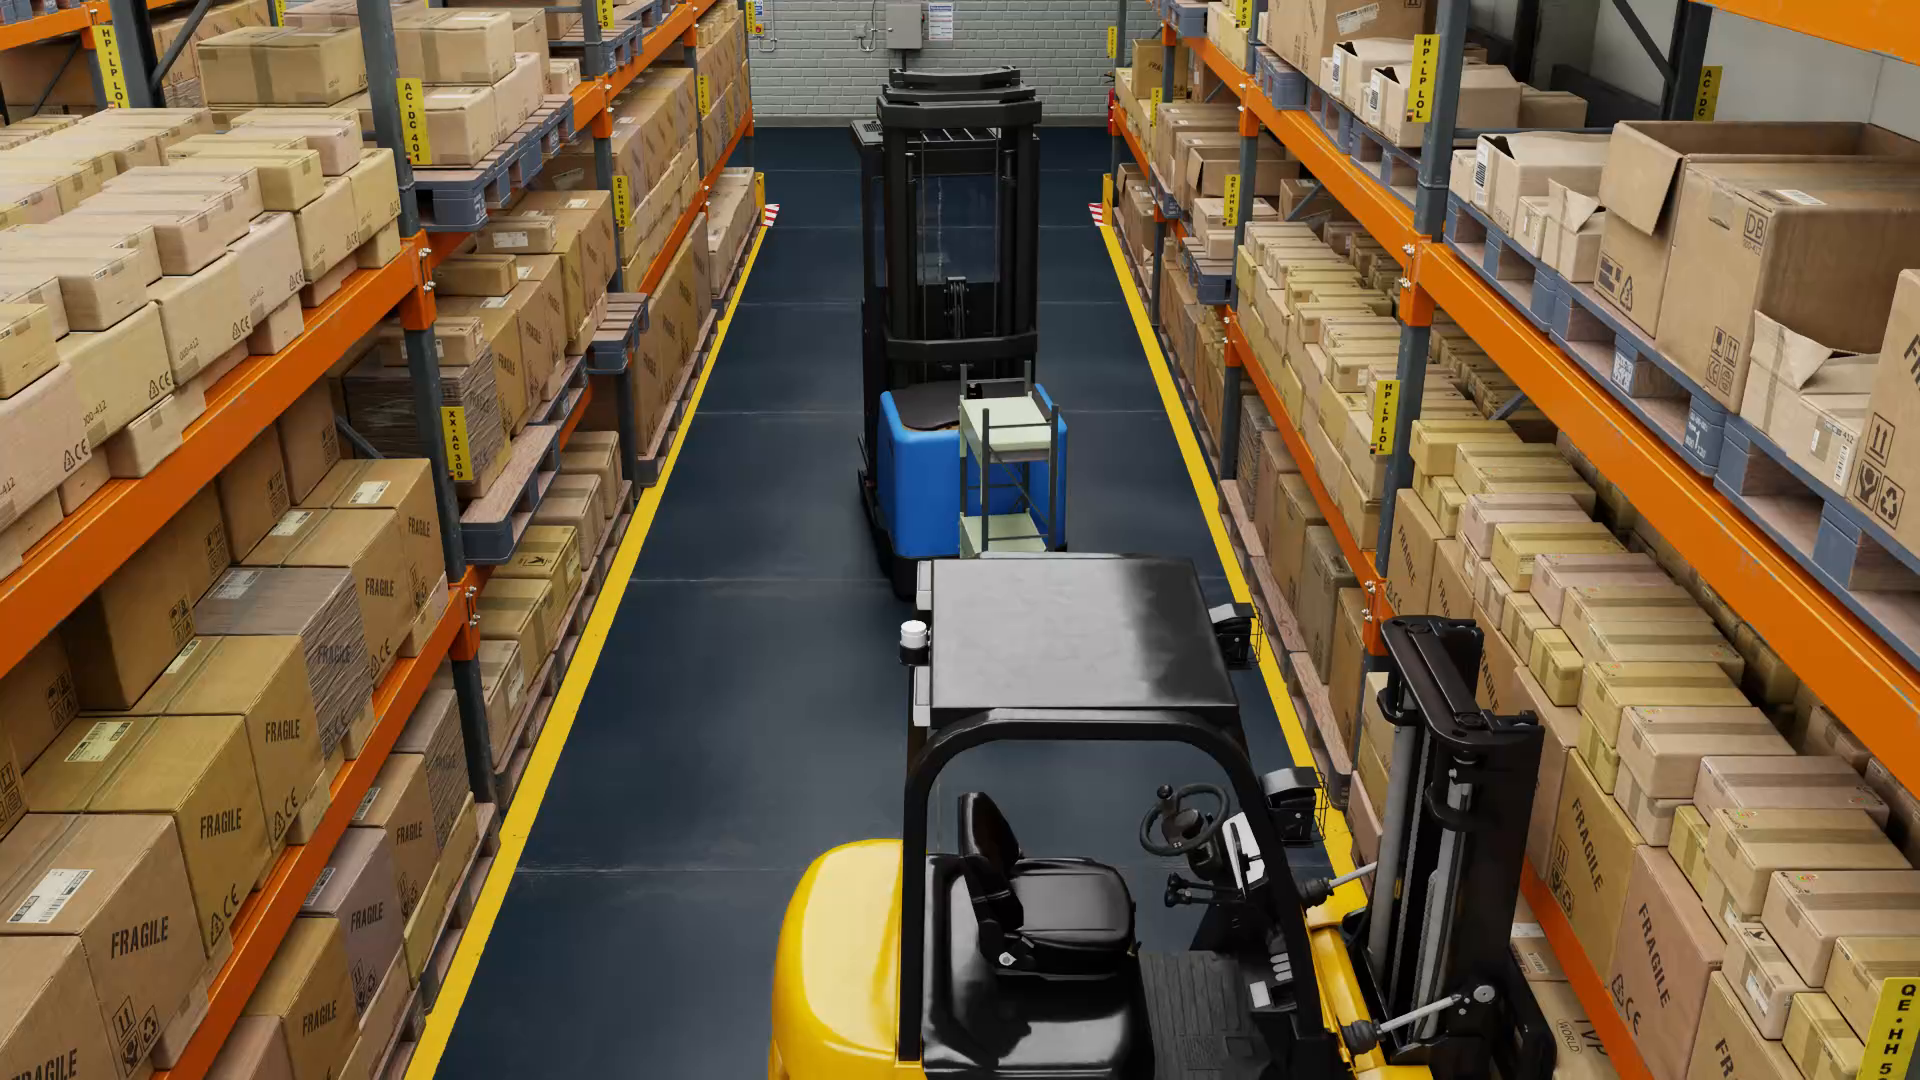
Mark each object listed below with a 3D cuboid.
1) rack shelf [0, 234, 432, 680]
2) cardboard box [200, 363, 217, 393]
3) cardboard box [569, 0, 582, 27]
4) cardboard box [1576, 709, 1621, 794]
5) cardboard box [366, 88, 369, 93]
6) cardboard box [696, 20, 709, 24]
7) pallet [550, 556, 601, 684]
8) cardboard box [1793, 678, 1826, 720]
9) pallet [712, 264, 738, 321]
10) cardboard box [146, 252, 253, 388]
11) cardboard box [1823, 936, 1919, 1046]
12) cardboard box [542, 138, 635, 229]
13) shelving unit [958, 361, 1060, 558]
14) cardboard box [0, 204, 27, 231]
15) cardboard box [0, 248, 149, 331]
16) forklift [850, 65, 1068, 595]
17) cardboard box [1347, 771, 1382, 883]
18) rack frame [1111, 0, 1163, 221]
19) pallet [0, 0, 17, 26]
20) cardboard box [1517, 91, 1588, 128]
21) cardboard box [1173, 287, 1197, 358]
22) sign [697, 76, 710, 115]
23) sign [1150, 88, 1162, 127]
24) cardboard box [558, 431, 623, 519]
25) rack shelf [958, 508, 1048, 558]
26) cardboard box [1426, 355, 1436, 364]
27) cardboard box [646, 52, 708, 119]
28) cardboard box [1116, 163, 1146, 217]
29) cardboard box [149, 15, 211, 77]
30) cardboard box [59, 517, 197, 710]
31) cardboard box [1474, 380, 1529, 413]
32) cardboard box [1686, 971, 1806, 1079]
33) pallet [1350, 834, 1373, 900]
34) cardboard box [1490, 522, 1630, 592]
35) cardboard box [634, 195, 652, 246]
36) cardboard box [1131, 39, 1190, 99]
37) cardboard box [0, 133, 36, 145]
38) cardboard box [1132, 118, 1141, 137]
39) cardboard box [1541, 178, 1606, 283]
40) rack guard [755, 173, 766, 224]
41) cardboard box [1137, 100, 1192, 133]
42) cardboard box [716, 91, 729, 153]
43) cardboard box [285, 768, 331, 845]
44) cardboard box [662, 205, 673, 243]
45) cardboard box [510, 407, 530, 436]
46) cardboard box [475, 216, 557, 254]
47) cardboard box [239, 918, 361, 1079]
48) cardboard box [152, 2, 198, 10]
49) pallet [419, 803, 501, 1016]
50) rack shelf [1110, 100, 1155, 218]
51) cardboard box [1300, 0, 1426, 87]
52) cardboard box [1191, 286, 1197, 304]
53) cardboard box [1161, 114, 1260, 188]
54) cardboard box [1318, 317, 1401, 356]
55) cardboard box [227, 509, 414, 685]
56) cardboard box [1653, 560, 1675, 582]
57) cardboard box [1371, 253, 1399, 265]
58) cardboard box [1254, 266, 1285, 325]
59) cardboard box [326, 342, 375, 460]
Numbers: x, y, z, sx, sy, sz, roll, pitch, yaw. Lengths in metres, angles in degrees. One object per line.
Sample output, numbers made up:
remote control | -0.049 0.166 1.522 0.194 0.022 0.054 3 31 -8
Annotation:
rack shelf | -2.626 -0.216 4.821 1.077 0.370 4.000 0 24 -1
cardboard box | -2.418 -0.487 4.853 0.380 0.149 0.250 0 24 -1
cardboard box | -2.892 -3.660 10.932 0.700 0.500 0.500 -1 24 -3
cardboard box | 2.037 0.612 4.848 0.380 0.149 0.250 0 24 0
cardboard box | -2.799 -1.940 7.431 0.500 0.250 0.500 0 24 0
cardboard box | -2.543 -4.752 15.495 0.380 0.149 0.250 0 24 -1
pallet | -2.674 0.445 9.511 1.003 0.211 1.213 0 24 -1
cardboard box | 2.663 0.471 4.798 0.380 0.149 0.250 -1 24 -2
pallet | -2.665 -2.341 15.670 1.003 0.211 1.213 0 24 -1
cardboard box | -2.355 -0.627 4.677 0.500 0.250 0.500 0 24 1
cardboard box | 2.145 1.000 3.630 0.380 0.149 0.250 0 24 0
cardboard box | -2.452 -2.355 10.982 0.500 0.500 0.500 -1 24 -2
shelving unit | 0.257 -0.157 9.278 0.431 1.500 0.755 -4 25 -8
cardboard box | -2.871 -0.845 4.676 0.380 0.149 0.250 0 24 0
cardboard box | -2.312 -0.636 4.215 0.380 0.149 0.250 0 24 1
forklift | -0.098 -1.589 10.707 1.130 2.935 3.031 -4 25 -8
cardboard box | 1.990 1.237 7.202 0.500 0.250 0.500 0 24 0
rack frame | 2.185 -4.970 18.099 1.000 3.000 0.127 0 24 -1
pallet | -7.769 -3.833 12.172 1.213 0.211 1.003 0 24 -1
cardboard box | 2.503 -1.865 7.267 0.380 0.149 0.250 0 24 -1
cardboard box | 2.025 -1.749 13.500 0.500 0.500 0.500 -1 24 -2
sign | -2.192 -3.796 14.193 0.100 0.325 0.005 0 24 -1
sign | 1.686 -3.710 14.263 0.100 0.325 0.005 0 24 -1
cardboard box | -2.695 -0.411 10.697 0.950 0.372 0.625 -2 24 -4
rack shelf | 0.257 0.140 9.412 0.431 0.370 0.720 -4 25 -8
cardboard box | 2.577 -0.813 8.484 0.500 0.250 0.500 -1 24 -2
cardboard box | -2.498 -3.996 14.611 0.500 0.500 0.500 0 24 0
cardboard box | 2.097 -3.771 17.968 0.797 0.503 0.637 -1 24 -3
cardboard box | -7.444 -4.690 15.785 0.500 0.500 0.500 -1 24 -2
cardboard box | -2.801 0.176 5.024 0.700 0.500 0.500 0 24 -1
cardboard box | 2.576 -0.623 7.578 0.380 0.149 0.250 -1 24 -2
cardboard box | 2.091 1.376 3.946 0.500 0.500 0.500 -1 24 -2
pallet | 2.282 1.573 7.015 1.003 0.211 1.213 0 24 -1
cardboard box | 2.057 0.057 5.715 0.380 0.149 0.250 -1 24 -1
cardboard box | -2.454 -2.232 11.620 0.500 0.250 0.500 0 24 1
cardboard box | 1.937 -4.572 16.131 0.500 0.500 0.500 0 24 1
cardboard box | -7.476 -3.092 13.020 0.380 0.149 0.250 0 24 -1
cardboard box | 1.902 -4.079 16.434 0.380 0.149 0.250 0 24 1
cardboard box | 2.028 -0.955 5.113 0.396 0.266 0.258 -1 24 -2
rack guard | -2.779 -3.817 18.583 1.175 0.500 0.348 0 24 -1
cardboard box | 1.966 -4.009 15.796 0.500 0.250 0.500 0 24 -1
cardboard box | -2.479 -3.950 15.723 0.500 0.500 0.500 0 24 0
cardboard box | -2.313 0.874 5.482 0.380 0.149 0.250 0 24 0
cardboard box | -2.477 -2.415 12.632 0.500 0.250 0.500 0 24 -1
cardboard box | -2.372 -0.633 8.304 0.380 0.149 0.250 0 24 0
cardboard box | -2.391 -1.645 8.967 0.380 0.149 0.250 -1 24 -3
cardboard box | -2.345 1.601 5.487 0.500 0.500 0.500 0 24 0
cardboard box | -7.976 -5.125 16.745 0.500 0.500 0.500 0 24 1
pallet | -2.605 1.546 7.076 1.003 0.211 1.213 0 24 -1
rack shelf | 2.207 -3.818 16.425 1.077 0.370 4.000 0 24 -1
cardboard box | 2.047 -2.604 8.474 0.500 0.500 0.500 0 24 1
cardboard box | 2.043 -1.983 13.231 0.380 0.149 0.250 1 24 1
cardboard box | 2.016 -3.145 13.432 0.700 0.500 0.500 0 24 0
cardboard box | 2.046 -1.032 8.484 0.380 0.149 0.250 0 24 0
cardboard box | -2.382 0.212 6.160 0.500 0.500 0.500 1 24 1
cardboard box | 2.559 0.187 5.789 0.380 0.149 0.250 1 24 1
cardboard box | 2.607 -1.566 9.664 0.380 0.149 0.250 -1 24 -2
cardboard box | 2.037 -1.443 9.875 0.500 0.250 0.500 0 24 1
cardboard box | -2.882 -0.563 7.363 0.500 0.500 0.500 -1 24 -2
